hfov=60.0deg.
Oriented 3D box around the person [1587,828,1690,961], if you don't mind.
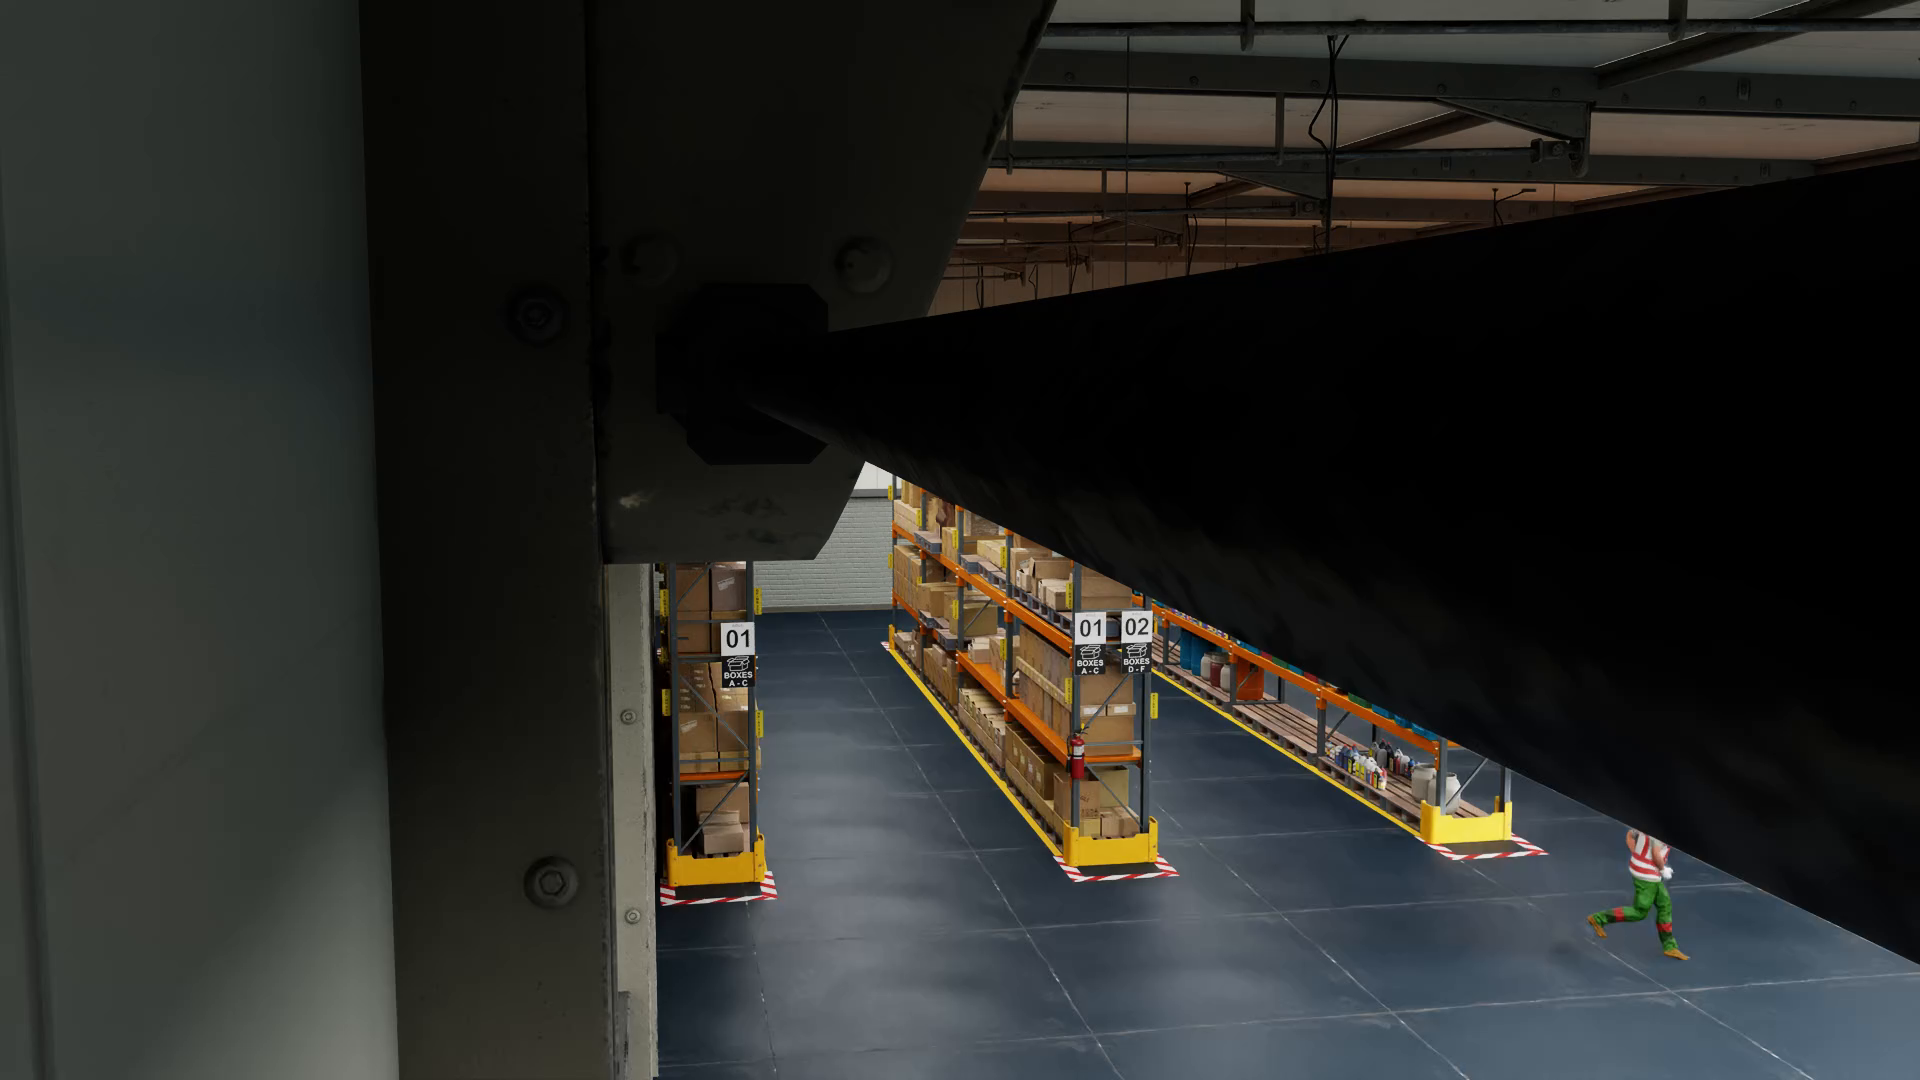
[{"bbox_3d":[7.210,3.572,17.607,1.065,1.772,0.659,1,6,9],"label":"person"}]
